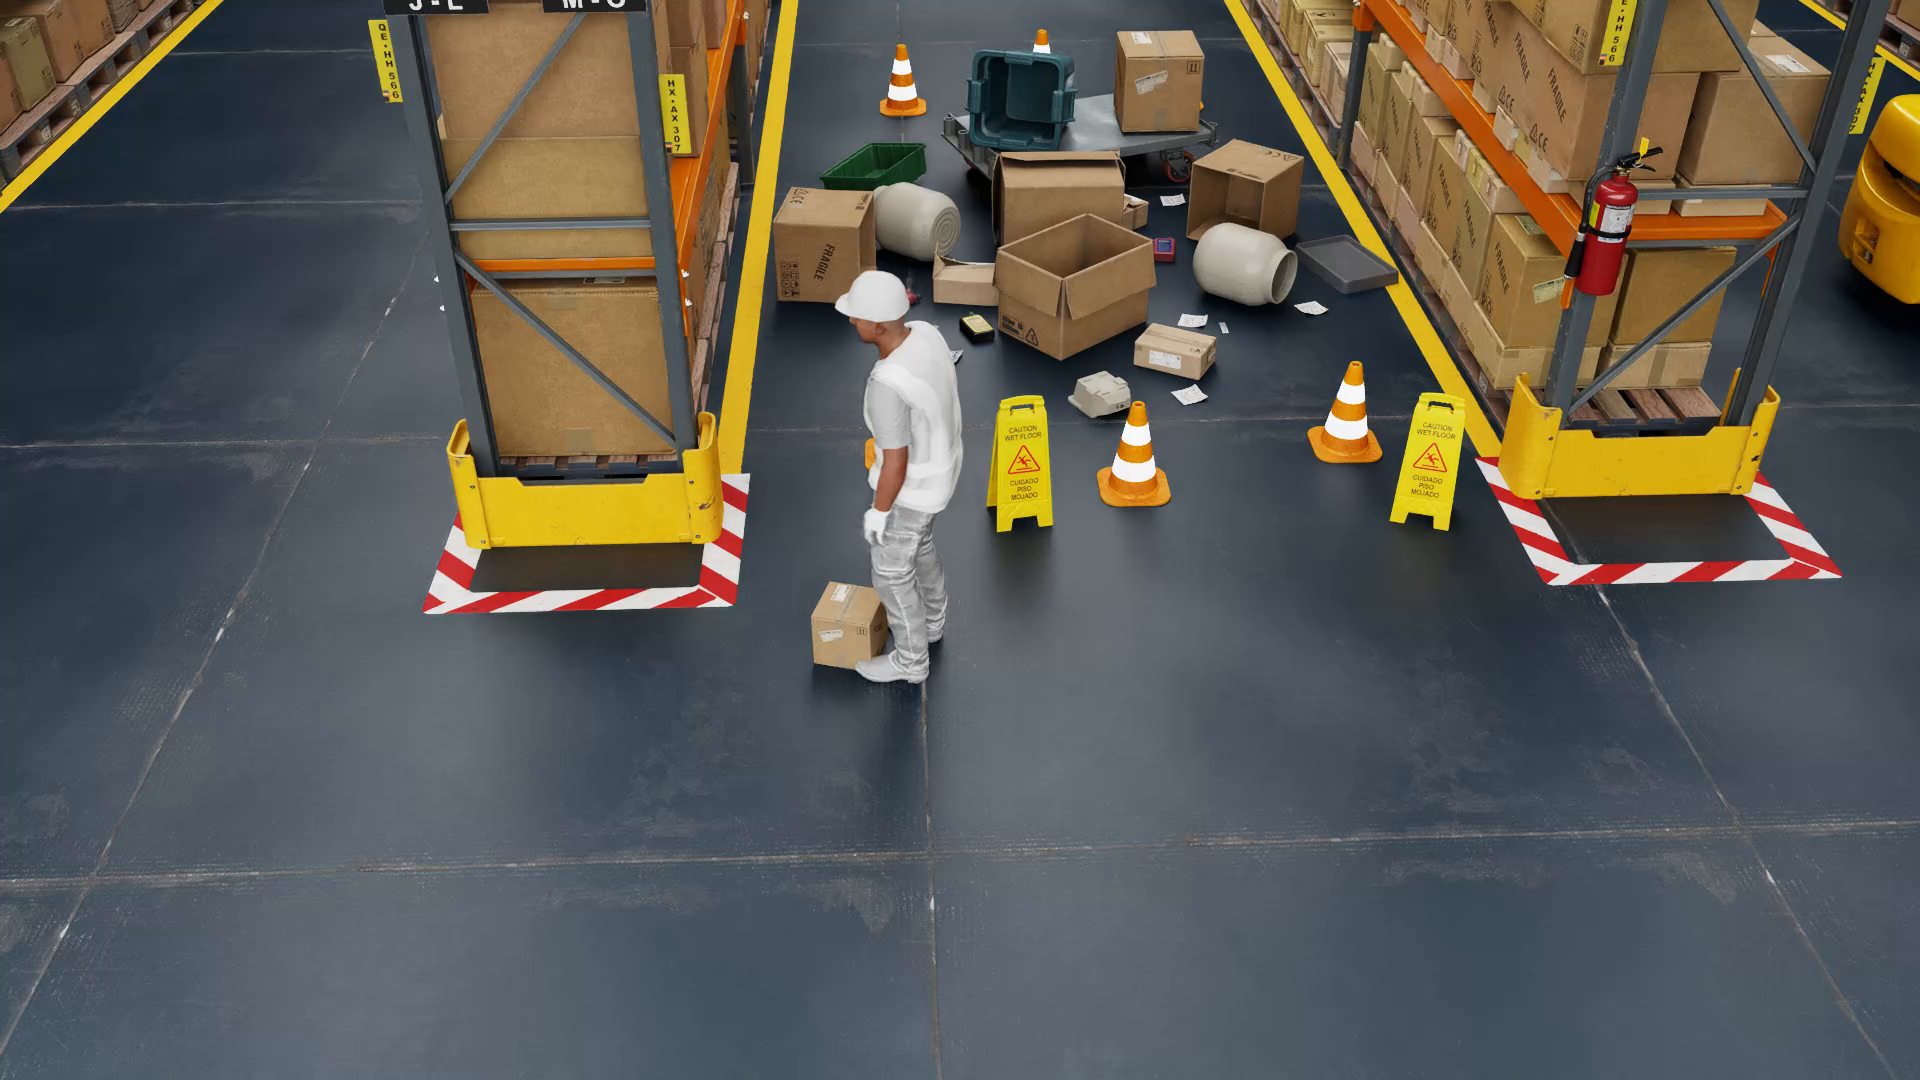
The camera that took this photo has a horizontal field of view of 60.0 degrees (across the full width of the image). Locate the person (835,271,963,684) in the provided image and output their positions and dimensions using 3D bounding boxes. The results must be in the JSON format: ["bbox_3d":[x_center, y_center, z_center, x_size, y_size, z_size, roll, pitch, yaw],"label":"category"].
[{"bbox_3d":[-0.226,-0.237,6.475,0.451,1.773,0.615,9,36,12],"label":"person"}]
